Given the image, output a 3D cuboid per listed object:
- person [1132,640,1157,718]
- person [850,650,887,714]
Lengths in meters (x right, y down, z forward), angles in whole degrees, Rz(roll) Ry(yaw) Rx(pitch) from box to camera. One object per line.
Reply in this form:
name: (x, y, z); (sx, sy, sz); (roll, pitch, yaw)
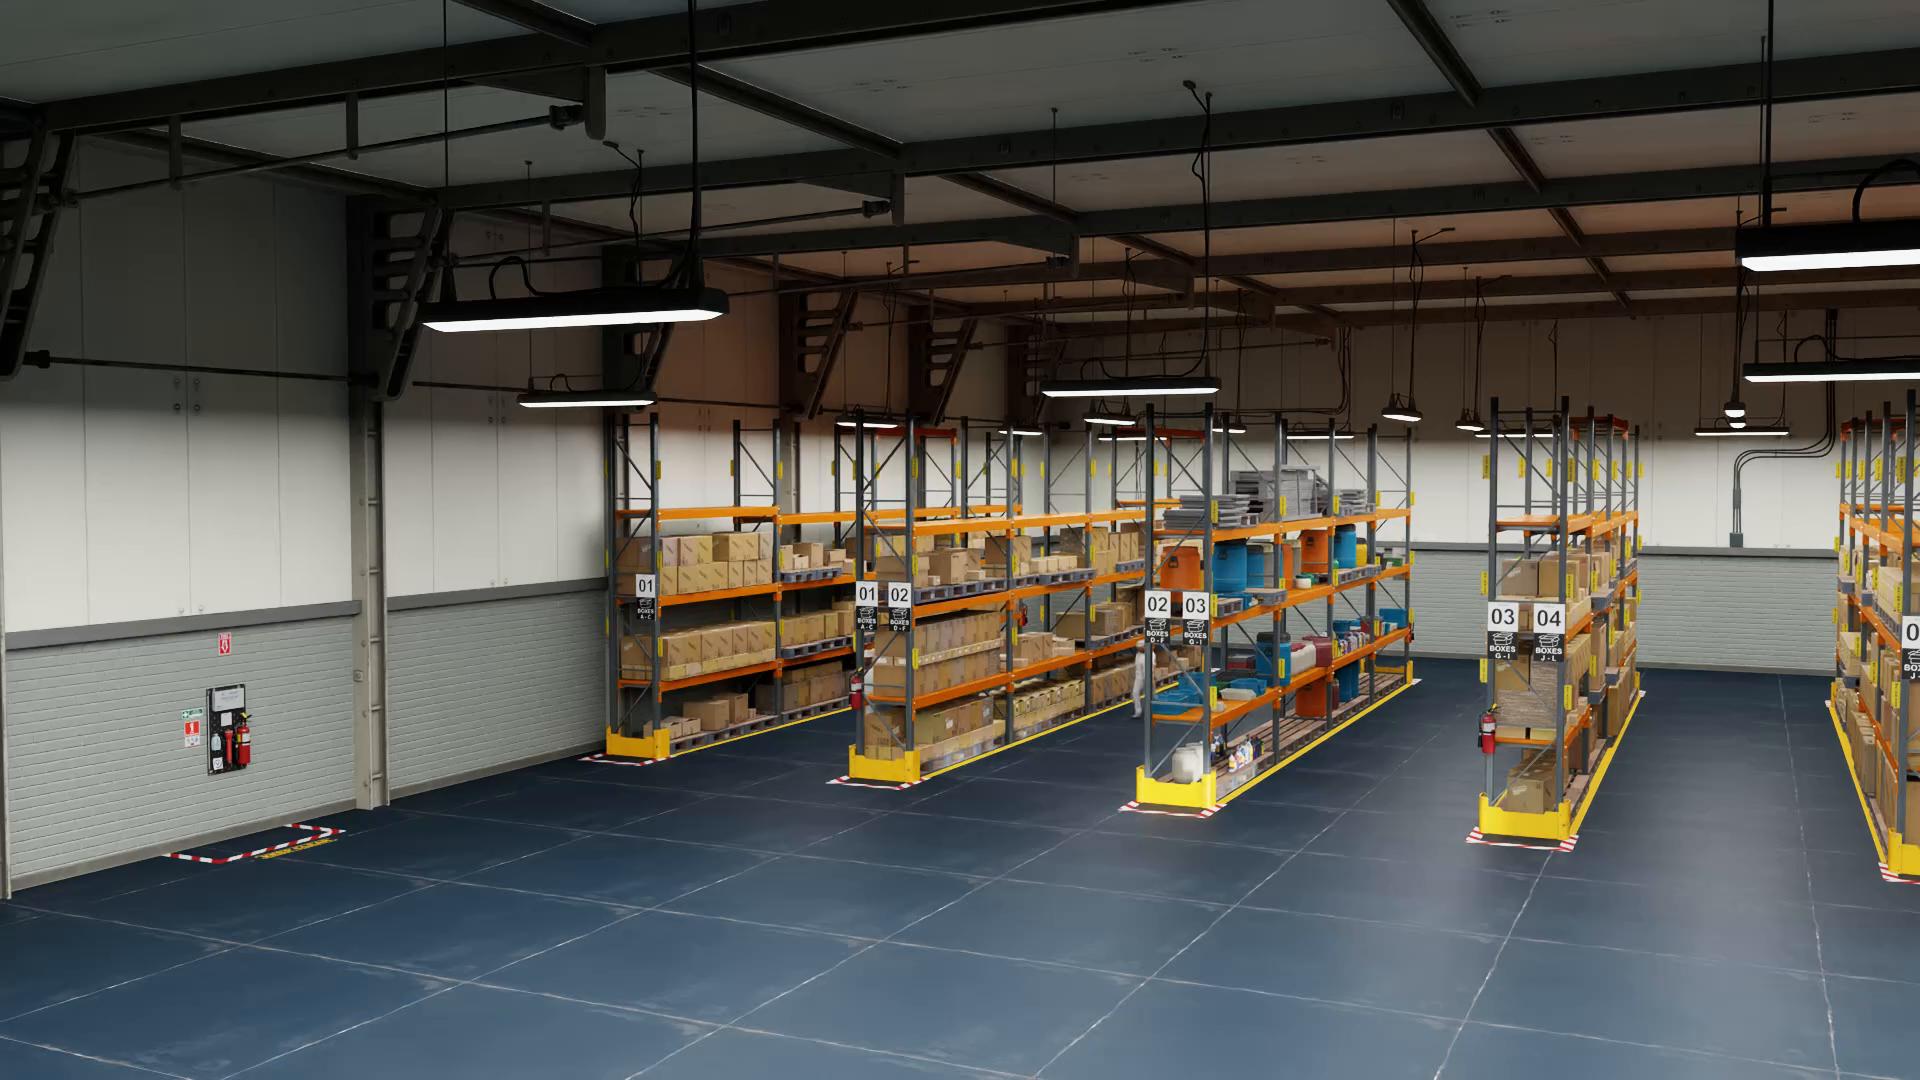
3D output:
person: (3.768, 2.798, 33.791); (0.469, 1.540, 0.949); (1, 3, 31)
person: (-1.730, 2.863, 29.875); (0.617, 1.755, 0.795); (2, 3, 42)
